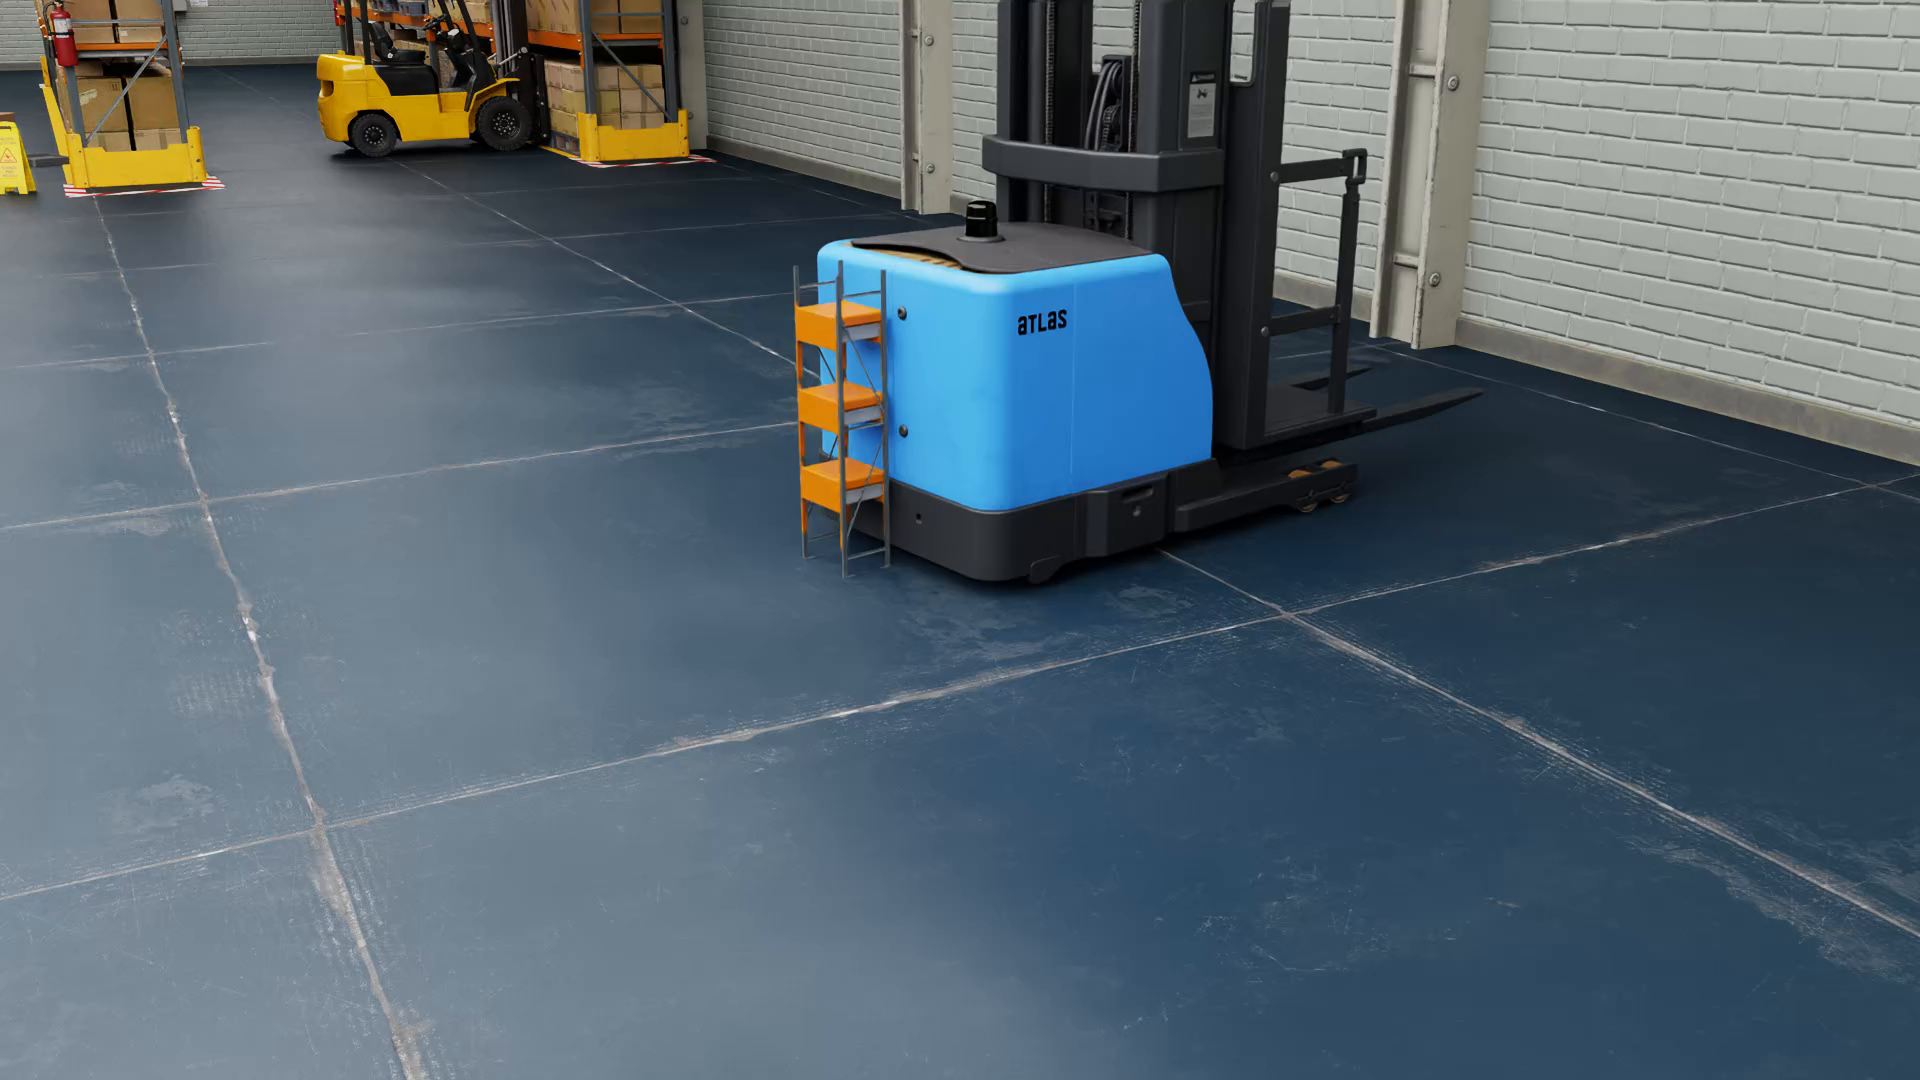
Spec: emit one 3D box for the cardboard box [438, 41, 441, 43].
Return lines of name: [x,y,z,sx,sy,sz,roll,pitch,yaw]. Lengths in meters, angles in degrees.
cardboard box: [-8.214,-7.997,26.903,0.380,0.149,0.250,-10,21,-26]

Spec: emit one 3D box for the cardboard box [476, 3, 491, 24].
cardboard box: [-5.965,-6.836,21.574,0.500,0.250,0.500,-9,21,-25]

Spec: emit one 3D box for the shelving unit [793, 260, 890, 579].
shelving unit: [-0.402,-0.412,5.716,0.215,1.050,0.252,-15,24,-37]

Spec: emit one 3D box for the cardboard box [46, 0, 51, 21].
cardboard box: [-9.413,-5.765,17.630,0.500,0.500,0.500,-10,21,-27]

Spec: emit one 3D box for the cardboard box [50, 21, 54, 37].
cardboard box: [-9.396,-5.406,17.583,0.380,0.149,0.250,-10,21,-26]

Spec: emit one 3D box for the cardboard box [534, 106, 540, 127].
cardboard box: [-4.821,-5.074,19.810,0.500,0.250,0.500,-9,21,-25]

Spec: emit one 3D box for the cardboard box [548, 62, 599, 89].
cardboard box: [-4.337,-5.256,18.803,0.500,0.250,0.500,-10,21,-26]

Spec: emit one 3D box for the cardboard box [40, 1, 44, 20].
cardboard box: [-12.231,-7.215,22.673,0.500,0.250,0.500,-11,22,-29]

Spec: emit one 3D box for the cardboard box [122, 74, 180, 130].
cardboard box: [-8.115,-4.419,16.762,0.500,0.500,0.500,-11,22,-28]

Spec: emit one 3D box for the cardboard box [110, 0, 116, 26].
cardboard box: [-8.193,-5.400,16.572,0.500,0.500,0.500,-9,21,-25]

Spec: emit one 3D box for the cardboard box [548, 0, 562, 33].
cardboard box: [-4.299,-5.953,18.631,0.500,0.500,0.500,-9,21,-25]

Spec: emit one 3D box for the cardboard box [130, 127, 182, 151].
cardboard box: [-8.103,-4.058,16.864,0.500,0.250,0.500,-10,21,-27]

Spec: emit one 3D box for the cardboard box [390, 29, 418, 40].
cardboard box: [-9.193,-8.352,27.476,0.380,0.149,0.250,-11,22,-29]

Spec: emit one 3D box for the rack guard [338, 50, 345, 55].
rack guard: [-11.158,-9.044,31.576,1.175,0.500,0.348,-10,21,-27]

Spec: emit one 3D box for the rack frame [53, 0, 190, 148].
rack frame: [-7.963,-4.885,15.689,1.000,3.000,0.127,-10,21,-27]

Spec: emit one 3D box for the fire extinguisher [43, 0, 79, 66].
fire extinguisher: [-8.314,-4.744,15.400,0.296,0.674,0.183,-10,21,-27]

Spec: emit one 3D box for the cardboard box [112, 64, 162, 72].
cardboard box: [-9.102,-5.012,18.480,0.500,0.500,0.500,-10,21,-26]

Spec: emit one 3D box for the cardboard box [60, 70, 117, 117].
cardboard box: [-9.057,-4.623,17.352,0.500,0.500,0.500,-11,22,-28]

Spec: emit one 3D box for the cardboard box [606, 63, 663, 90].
cardboard box: [-3.658,-5.193,18.622,0.500,0.250,0.500,-10,22,-27]

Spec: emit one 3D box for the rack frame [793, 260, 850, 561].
rack frame: [-0.479,-0.443,5.806,0.200,1.050,0.008,-15,24,-37]

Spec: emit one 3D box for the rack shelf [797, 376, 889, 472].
rack shelf: [-0.402,-0.402,5.719,0.215,0.259,0.240,-15,24,-37]

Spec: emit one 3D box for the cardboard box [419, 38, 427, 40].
cardboard box: [-8.866,-8.362,27.960,0.380,0.149,0.250,-11,22,-29]

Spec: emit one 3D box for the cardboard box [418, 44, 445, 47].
cardboard box: [-8.181,-7.616,25.798,0.380,0.149,0.250,-9,21,-25]

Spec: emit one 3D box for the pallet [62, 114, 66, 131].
pallet: [-10.817,-5.289,21.135,1.003,0.211,1.213,-10,21,-27]

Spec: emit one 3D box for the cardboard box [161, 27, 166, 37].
cardboard box: [-8.129,-5.055,16.566,0.380,0.149,0.250,-11,22,-28]

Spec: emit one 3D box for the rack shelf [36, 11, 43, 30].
rack shelf: [-14.611,-8.564,27.453,1.077,0.370,4.000,-10,21,-27]

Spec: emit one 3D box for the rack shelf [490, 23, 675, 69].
rack shelf: [-4.546,-5.889,19.702,1.077,0.370,4.000,-10,21,-27]

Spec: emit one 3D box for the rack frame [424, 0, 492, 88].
rack frame: [-7.395,-7.951,24.576,1.000,3.000,0.127,-10,21,-27]

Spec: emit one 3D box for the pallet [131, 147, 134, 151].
pallet: [-8.354,-3.827,16.899,1.003,0.211,1.213,-10,21,-27]

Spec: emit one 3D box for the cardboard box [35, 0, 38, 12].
cardboard box: [-14.607,-8.759,26.764,0.500,0.500,0.500,-10,22,-27]

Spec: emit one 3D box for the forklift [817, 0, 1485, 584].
forklift: [0.941,-1.610,6.303,3.031,2.935,1.130,-15,24,-37]

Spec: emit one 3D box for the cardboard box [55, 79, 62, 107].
cardboard box: [-11.502,-5.974,22.230,0.950,0.372,0.625,-12,22,-30]

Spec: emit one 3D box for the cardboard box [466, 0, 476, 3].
cardboard box: [-6.205,-7.216,21.909,0.500,0.250,0.500,-11,22,-28]

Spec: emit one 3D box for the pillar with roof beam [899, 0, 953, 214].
pillar with roof beam: [-4.073,-6.441,11.002,9.100,9.000,0.400,-10,21,-27]

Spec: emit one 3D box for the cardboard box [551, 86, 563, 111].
cardboard box: [-4.331,-5.027,18.906,0.500,0.250,0.500,-10,22,-27]

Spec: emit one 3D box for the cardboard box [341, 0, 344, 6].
cardboard box: [-11.280,-9.992,30.876,0.380,0.149,0.250,-10,21,-27]

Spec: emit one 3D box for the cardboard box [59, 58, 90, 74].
cardboard box: [-9.047,-4.878,17.096,0.380,0.149,0.250,-9,21,-24]

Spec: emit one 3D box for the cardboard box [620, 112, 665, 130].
cardboard box: [-3.658,-4.725,18.797,0.500,0.250,0.500,-10,21,-26]

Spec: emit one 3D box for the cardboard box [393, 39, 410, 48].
cardboard box: [-9.159,-8.211,27.523,0.380,0.149,0.250,-11,22,-28]

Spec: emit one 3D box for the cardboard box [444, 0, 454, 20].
cardboard box: [-6.914,-7.423,23.275,0.500,0.250,0.500,-11,22,-28]

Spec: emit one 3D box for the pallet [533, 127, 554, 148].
pallet: [-4.572,-4.899,20.006,1.003,0.211,1.213,-10,21,-27]

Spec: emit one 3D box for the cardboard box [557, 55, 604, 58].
cardboard box: [-4.610,-5.773,20.301,0.500,0.250,0.500,-10,21,-26]

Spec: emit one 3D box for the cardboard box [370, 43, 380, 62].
cardboard box: [-10.123,-8.525,29.427,0.700,0.500,0.500,-11,22,-29]

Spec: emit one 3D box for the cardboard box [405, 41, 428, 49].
cardboard box: [-8.683,-7.914,26.661,0.380,0.149,0.250,-9,21,-25]

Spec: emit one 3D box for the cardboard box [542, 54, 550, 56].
cardboard box: [-5.308,-5.839,20.492,0.500,0.250,0.500,-10,21,-27]

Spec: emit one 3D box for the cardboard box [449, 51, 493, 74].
cardboard box: [-6.794,-6.660,23.830,0.875,0.625,0.625,-9,21,-25]

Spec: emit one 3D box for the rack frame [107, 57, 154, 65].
rack frame: [-9.863,-6.033,19.017,1.000,3.000,0.127,-10,21,-27]
